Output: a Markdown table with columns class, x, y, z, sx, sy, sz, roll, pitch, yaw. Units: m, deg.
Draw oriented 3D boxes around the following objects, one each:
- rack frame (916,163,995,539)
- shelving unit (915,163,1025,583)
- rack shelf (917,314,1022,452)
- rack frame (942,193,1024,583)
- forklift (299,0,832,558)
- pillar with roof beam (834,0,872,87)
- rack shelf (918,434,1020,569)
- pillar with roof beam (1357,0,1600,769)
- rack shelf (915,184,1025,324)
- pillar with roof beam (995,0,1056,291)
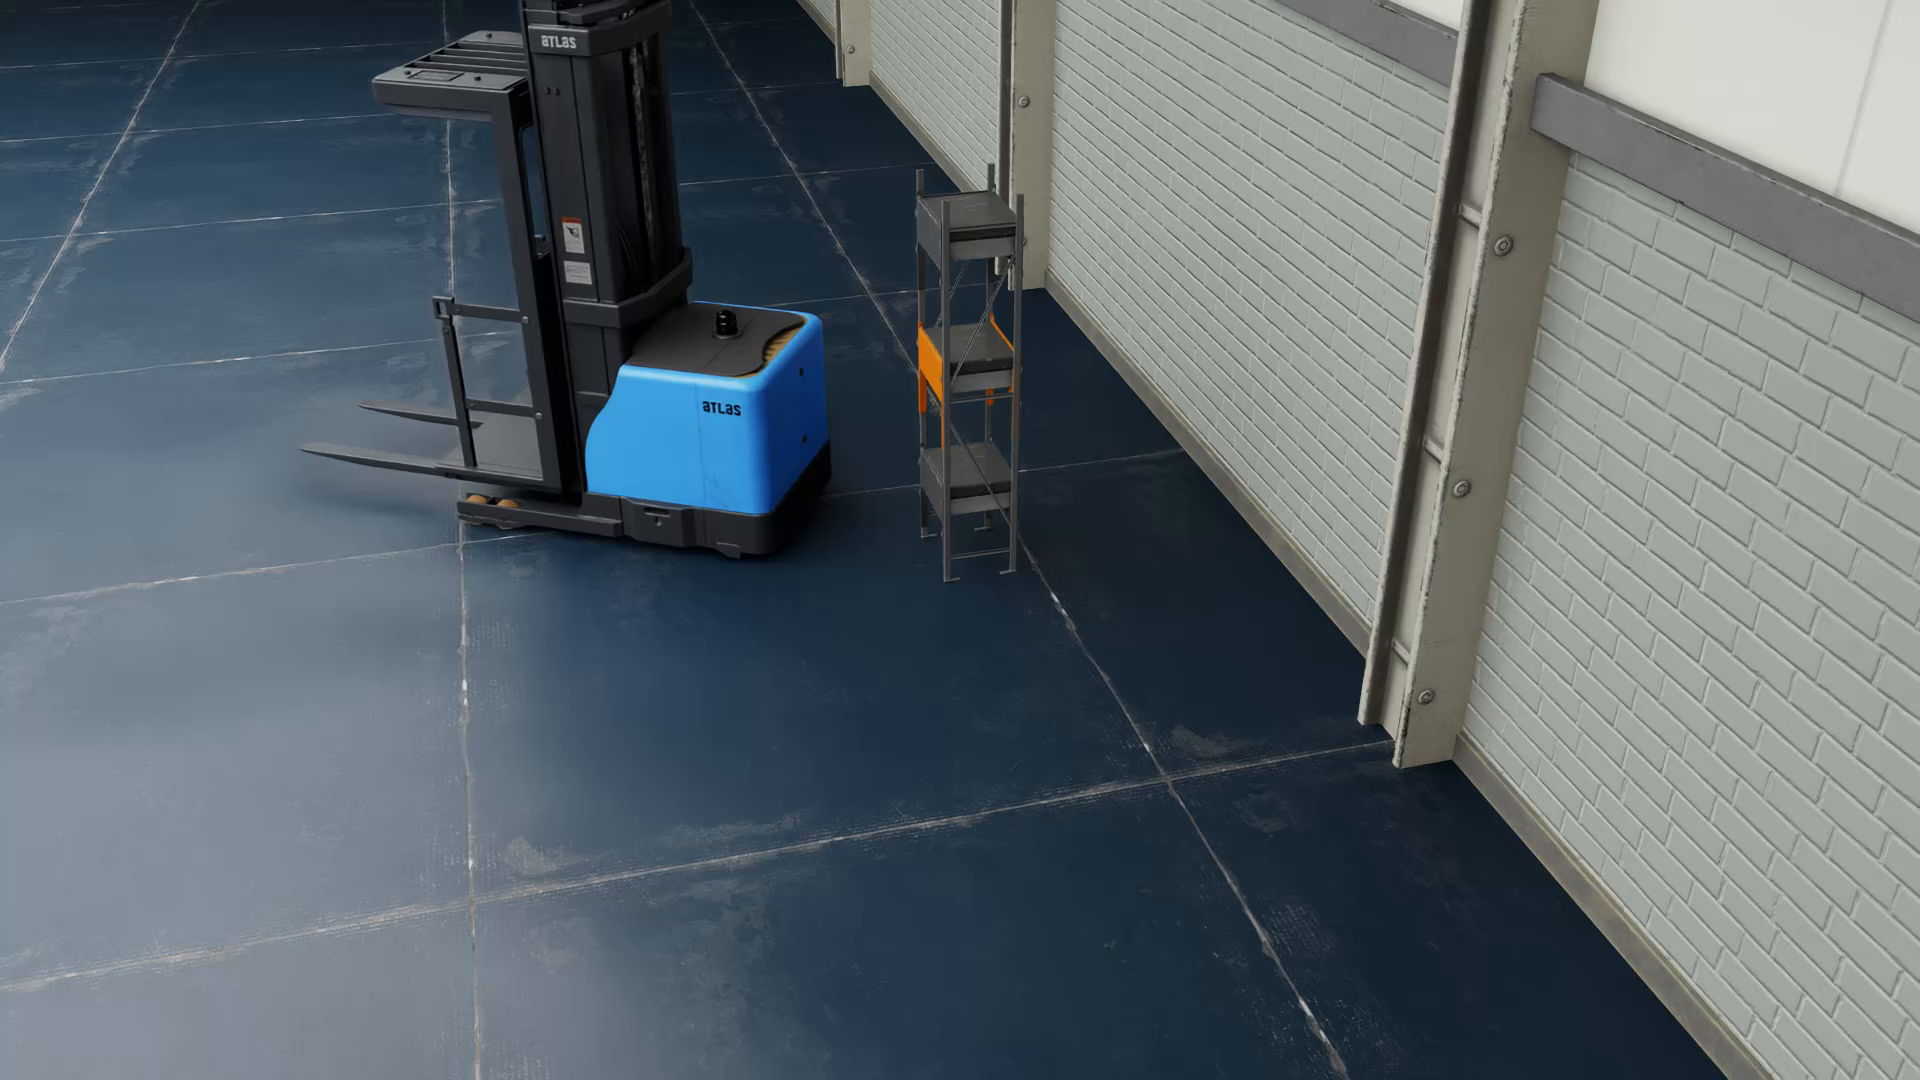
| class | x | y | z | sx | sy | sz | roll | pitch | yaw |
| --- | --- | --- | --- | --- | --- | --- | --- | --- | --- |
| rack frame | -0.021 | -0.947 | 8.789 | 0.400 | 2.100 | 0.015 | -8 | 31 | -13 |
| shelving unit | 0.044 | -0.829 | 8.586 | 0.431 | 2.100 | 0.503 | -8 | 31 | -13 |
| rack shelf | 0.044 | -0.817 | 8.593 | 0.431 | 0.518 | 0.480 | -8 | 31 | -13 |
| rack frame | 0.109 | -0.711 | 8.382 | 0.400 | 2.100 | 0.015 | -8 | 31 | -13 |
| forklift | -2.329 | -1.571 | 9.039 | 3.031 | 2.935 | 1.130 | 8 | 31 | 13 |
| pillar with roof beam | -5.272 | -8.206 | 14.444 | 9.100 | 9.000 | 0.400 | -8 | 31 | -13 |
| rack shelf | 0.044 | -0.211 | 8.943 | 0.431 | 0.518 | 0.480 | -8 | 31 | -13 |
| pillar with roof beam | -2.087 | -2.410 | 4.430 | 9.100 | 9.000 | 0.400 | -8 | 31 | -13 |
| rack shelf | 0.044 | -1.423 | 8.242 | 0.431 | 0.518 | 0.480 | -8 | 31 | -13 |
| pillar with roof beam | -3.680 | -5.308 | 9.437 | 9.100 | 9.000 | 0.400 | -8 | 31 | -13 |
